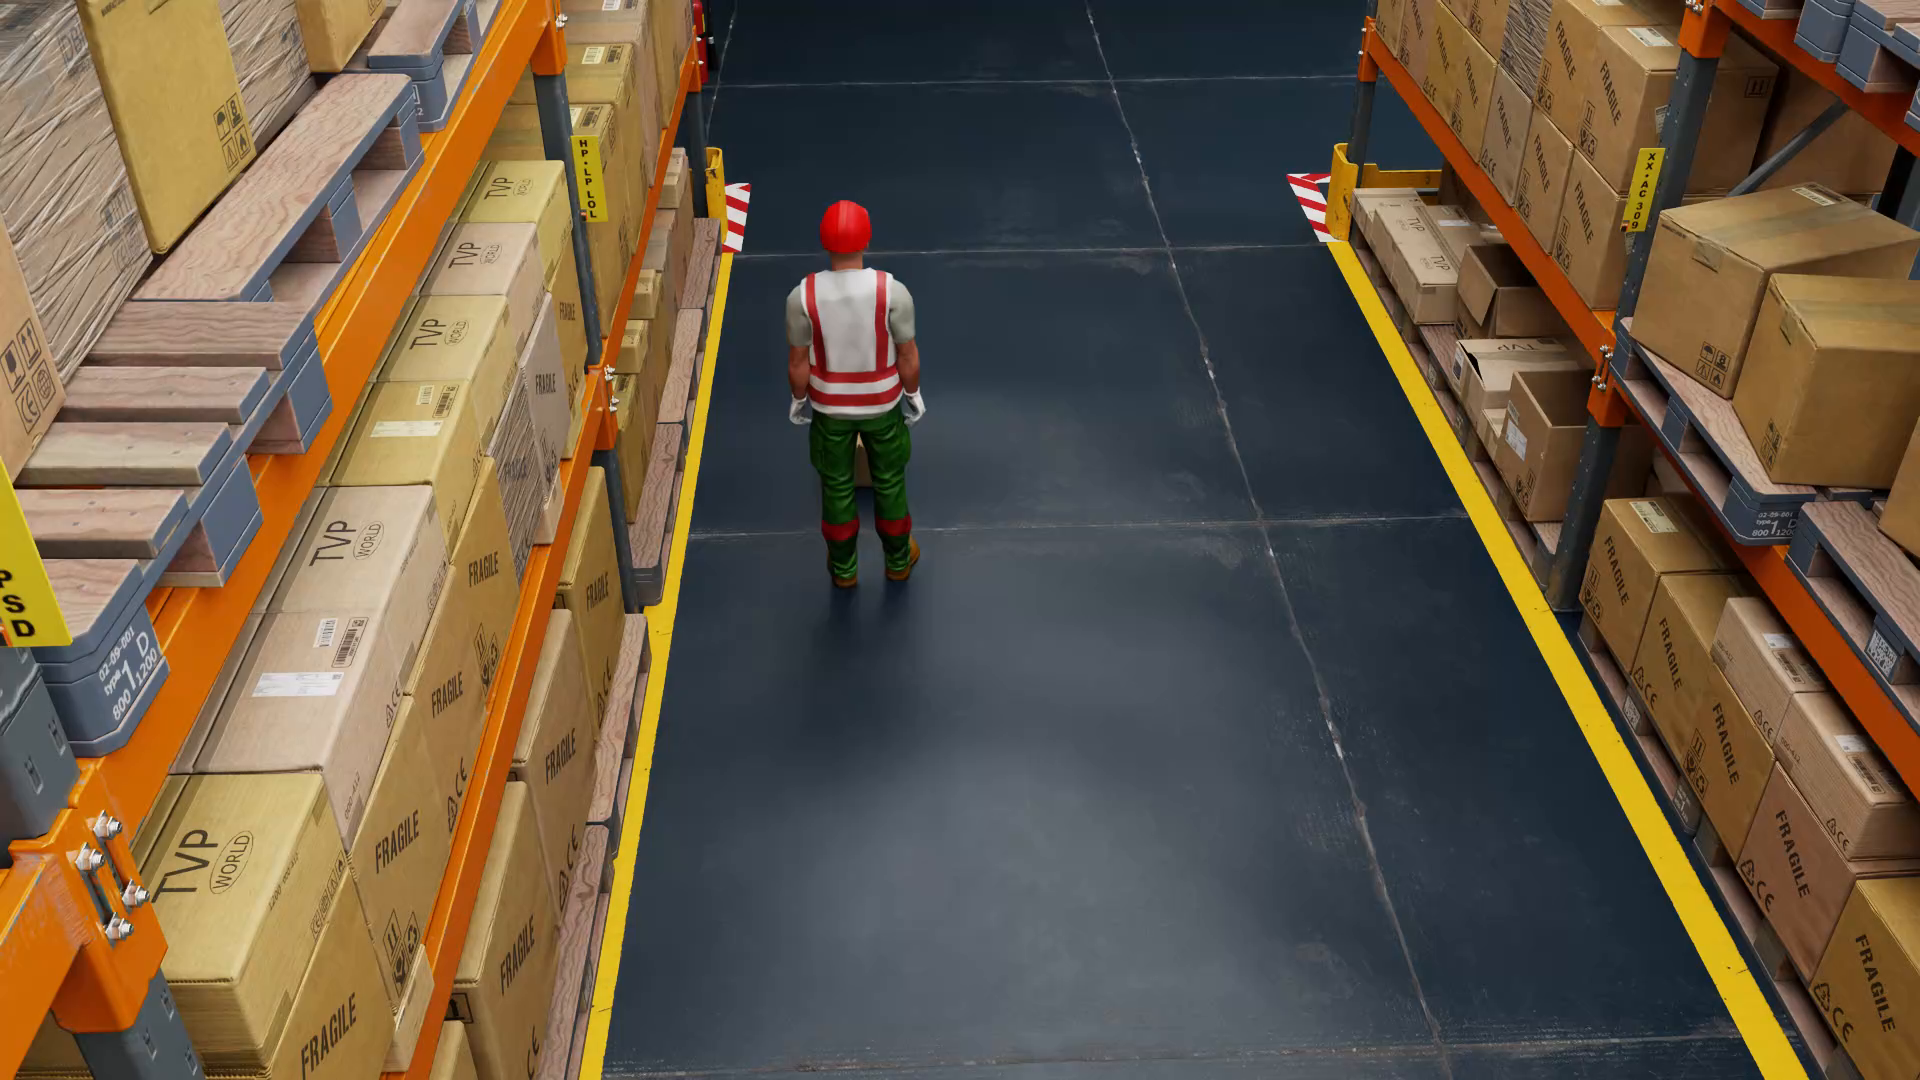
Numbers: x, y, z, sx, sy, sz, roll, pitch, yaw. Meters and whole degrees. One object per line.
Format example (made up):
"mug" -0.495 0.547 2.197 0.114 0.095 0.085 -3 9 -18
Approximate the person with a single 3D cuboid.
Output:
"person" -0.433 -0.598 6.972 0.572 1.798 0.401 -1 35 -2
